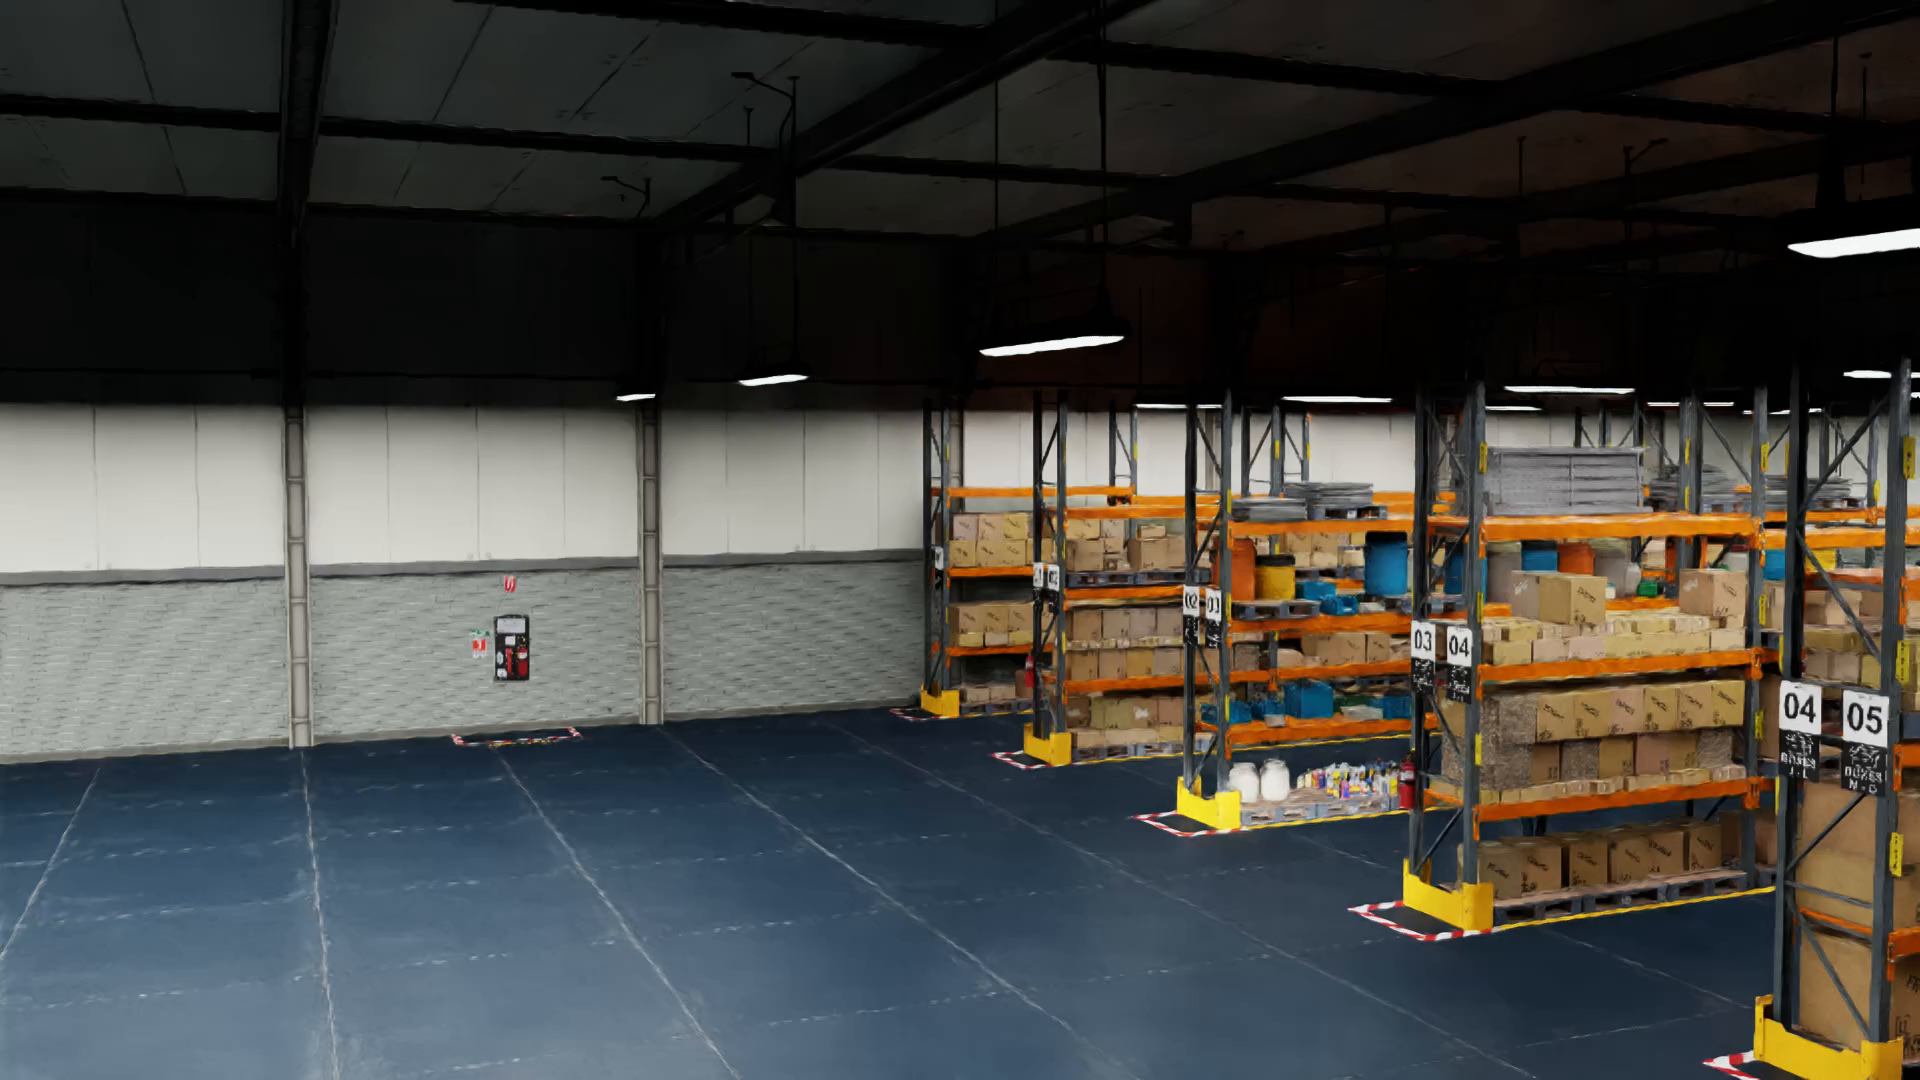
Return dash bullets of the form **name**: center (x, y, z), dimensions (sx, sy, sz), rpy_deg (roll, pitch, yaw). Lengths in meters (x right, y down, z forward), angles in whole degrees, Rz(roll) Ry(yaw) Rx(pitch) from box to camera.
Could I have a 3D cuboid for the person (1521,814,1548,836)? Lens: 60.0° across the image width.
- **person**: center (7.064, 3.149, 20.456), dimensions (0.523, 1.591, 0.522), rpy_deg (0, 3, 7)
